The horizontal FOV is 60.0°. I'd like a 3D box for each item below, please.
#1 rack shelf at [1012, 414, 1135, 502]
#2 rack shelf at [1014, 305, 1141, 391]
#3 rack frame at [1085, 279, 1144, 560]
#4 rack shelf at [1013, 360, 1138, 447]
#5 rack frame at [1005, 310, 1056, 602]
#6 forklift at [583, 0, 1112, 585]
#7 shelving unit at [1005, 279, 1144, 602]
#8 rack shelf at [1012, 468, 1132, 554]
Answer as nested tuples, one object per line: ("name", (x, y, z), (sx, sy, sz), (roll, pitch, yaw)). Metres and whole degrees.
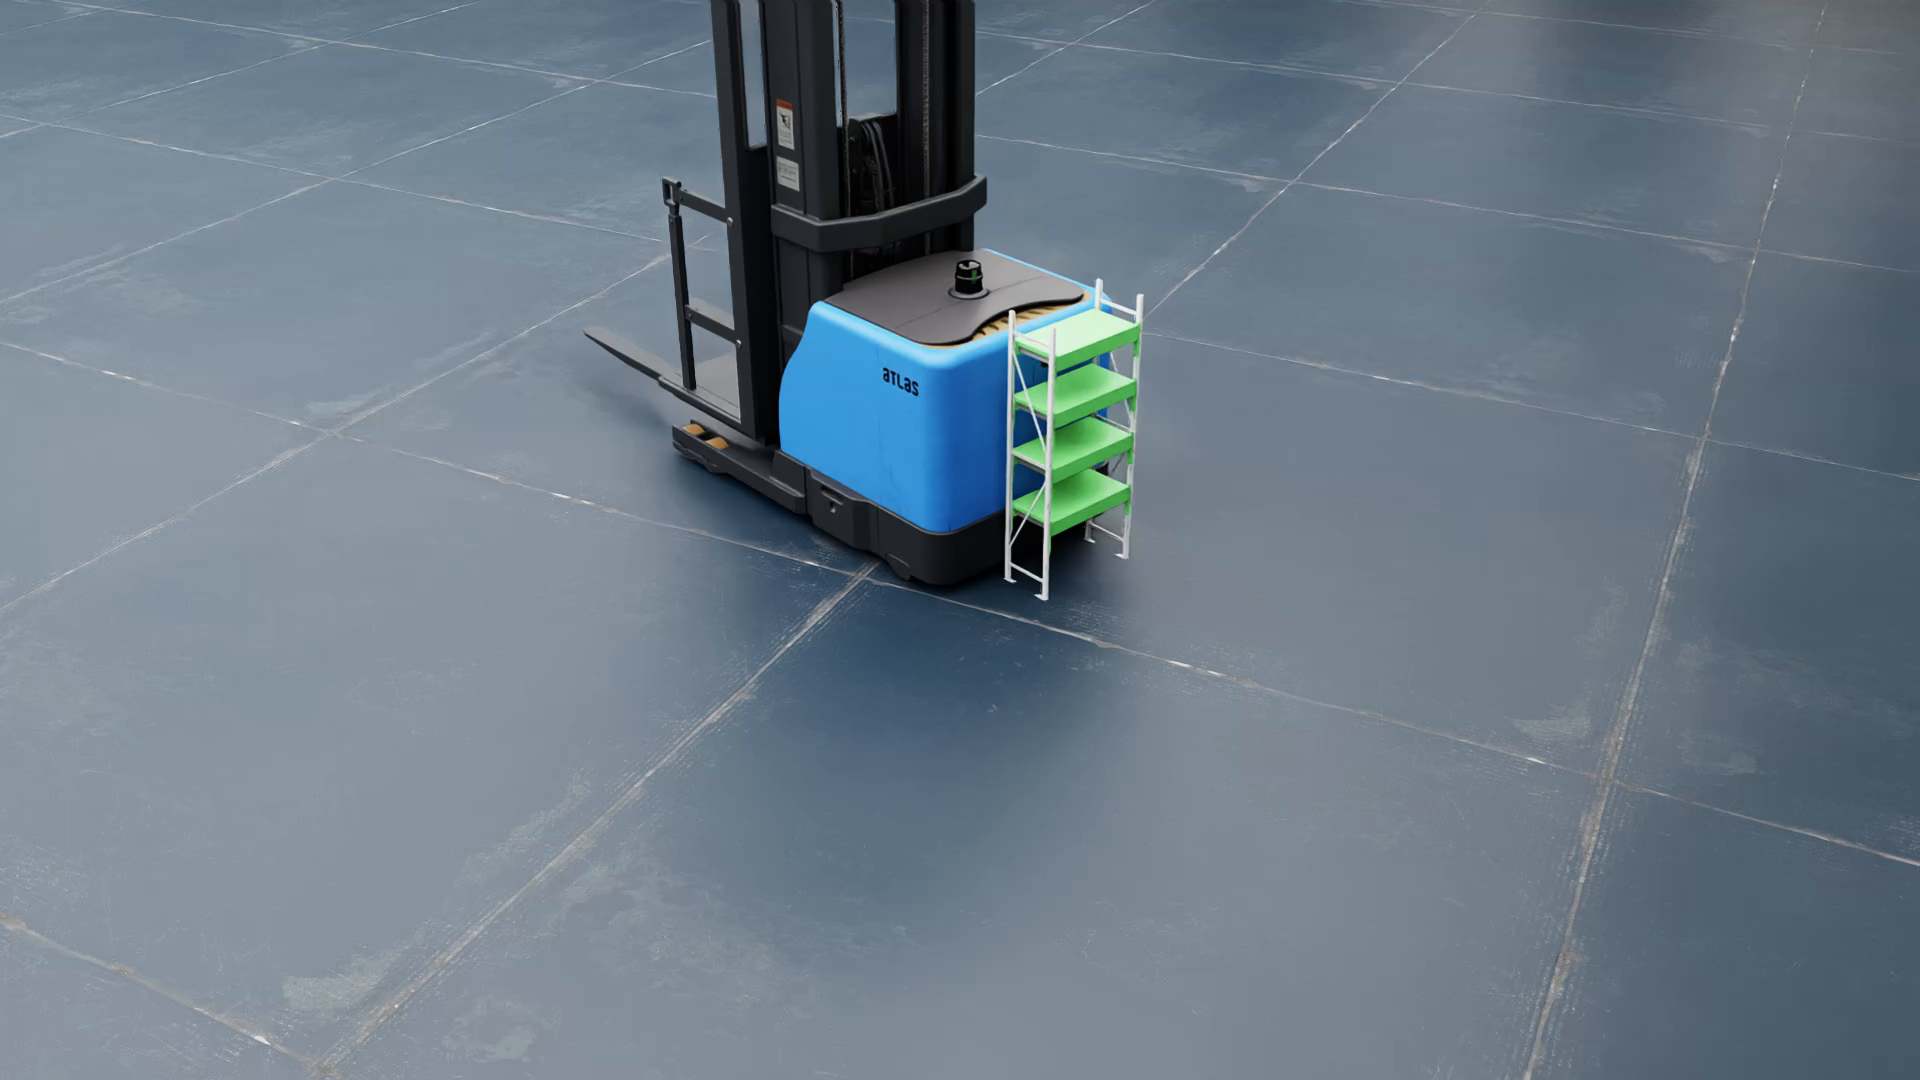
("rack shelf", (0.453, -0.342, 6.768), (0.480, 0.148, 0.258), (-25, 38, -36))
("rack shelf", (0.453, -0.758, 6.529), (0.480, 0.148, 0.258), (-25, 38, -36))
("rack frame", (0.632, -0.480, 6.880), (0.015, 1.200, 0.240), (-25, 38, -36))
("rack shelf", (0.453, -0.550, 6.649), (0.480, 0.148, 0.258), (-25, 38, -36))
("rack frame", (0.274, -0.314, 6.593), (0.015, 1.200, 0.240), (-25, 38, -36))
("forklift", (-0.715, -1.735, 7.328), (1.130, 2.935, 3.031), (-24, 38, -36))
("shelving unit", (0.453, -0.397, 6.736), (0.503, 1.200, 0.258), (-25, 38, -36))
("rack shelf", (0.453, -0.133, 6.888), (0.480, 0.148, 0.258), (-25, 38, -36))
